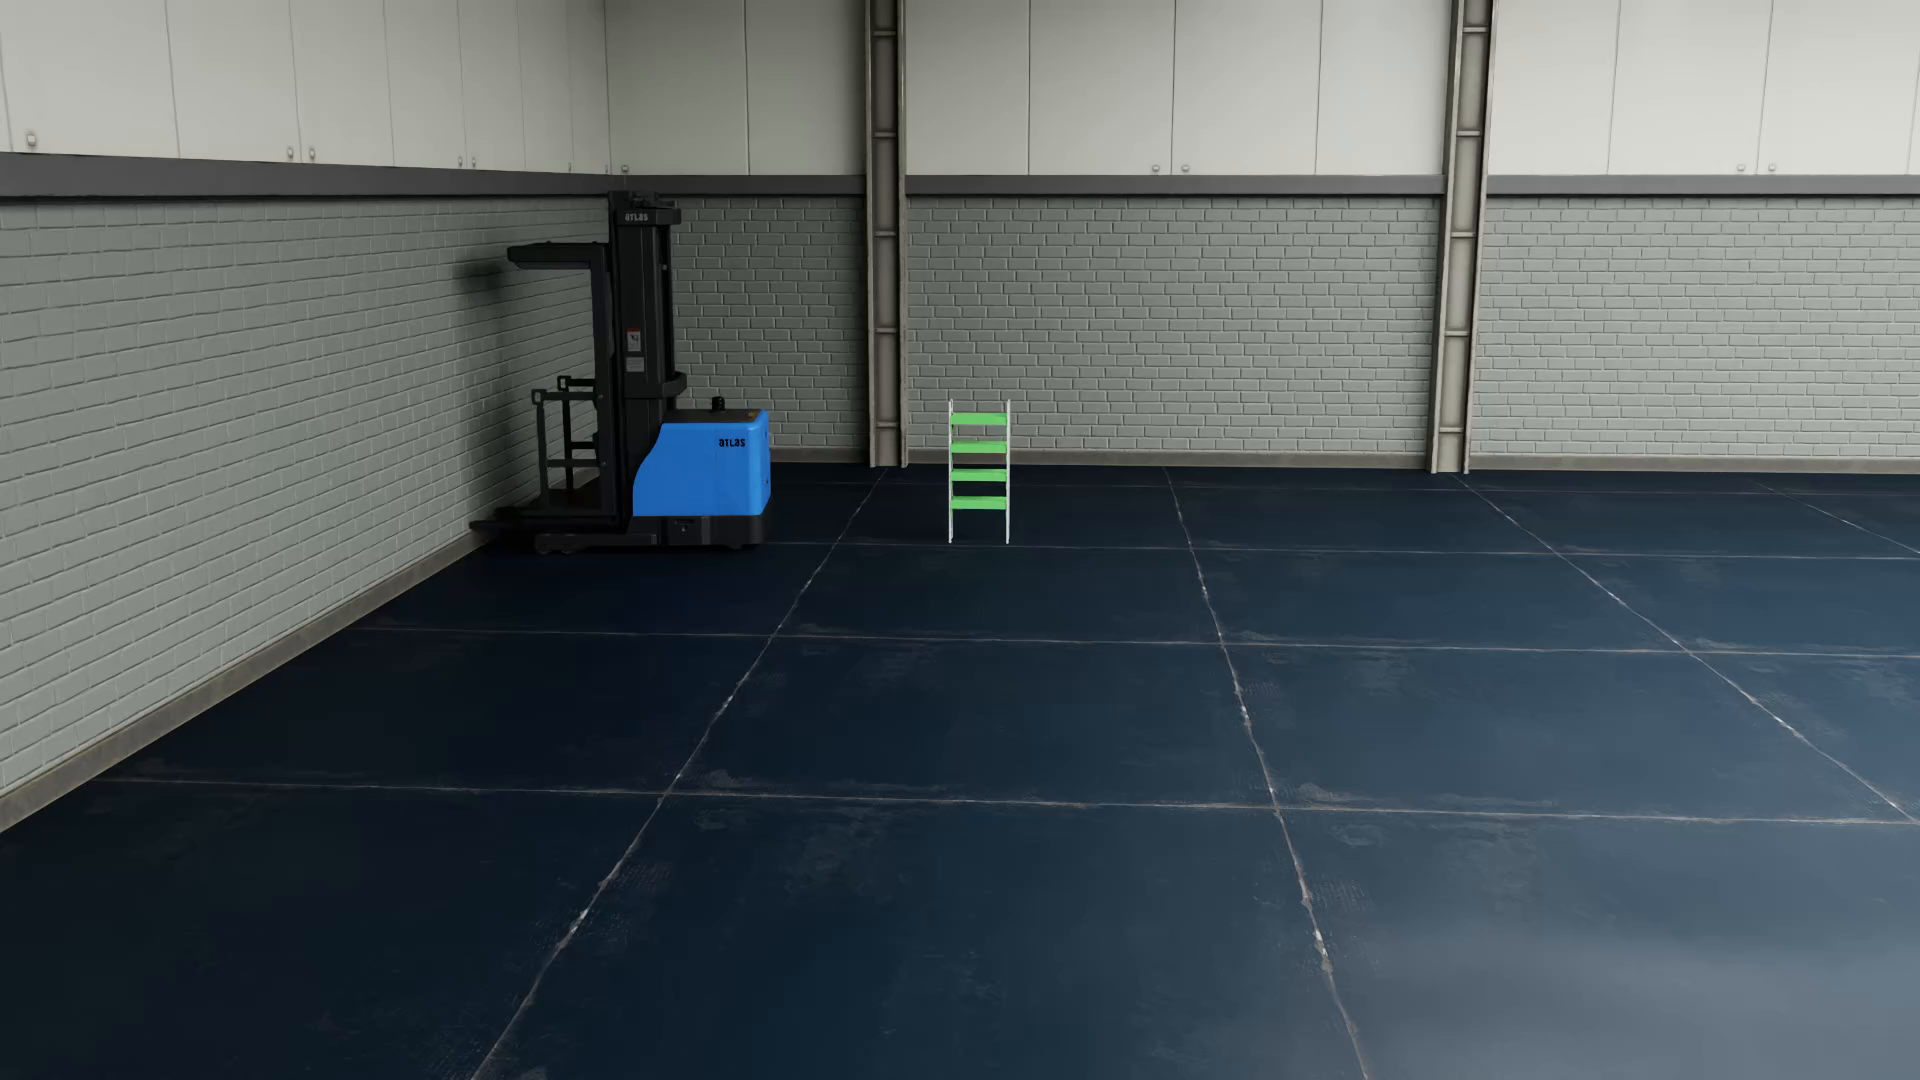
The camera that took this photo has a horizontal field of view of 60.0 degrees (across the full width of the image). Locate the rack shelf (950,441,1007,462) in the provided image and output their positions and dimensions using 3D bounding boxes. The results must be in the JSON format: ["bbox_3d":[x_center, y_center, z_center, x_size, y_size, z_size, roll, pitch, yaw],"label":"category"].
[{"bbox_3d":[0.165,-0.757,14.098,0.480,0.148,0.258,1,12,4],"label":"rack shelf"}]

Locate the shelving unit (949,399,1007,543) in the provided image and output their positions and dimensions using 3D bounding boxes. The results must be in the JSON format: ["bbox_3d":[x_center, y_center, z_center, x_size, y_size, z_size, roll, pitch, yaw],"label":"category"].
[{"bbox_3d":[0.159,-0.585,14.135,0.492,1.200,0.258,1,12,4],"label":"shelving unit"}]

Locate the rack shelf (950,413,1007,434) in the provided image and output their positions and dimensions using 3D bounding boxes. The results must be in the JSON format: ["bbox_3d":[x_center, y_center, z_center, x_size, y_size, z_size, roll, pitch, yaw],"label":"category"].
[{"bbox_3d":[0.165,-0.992,14.049,0.480,0.148,0.258,1,12,4],"label":"rack shelf"}]

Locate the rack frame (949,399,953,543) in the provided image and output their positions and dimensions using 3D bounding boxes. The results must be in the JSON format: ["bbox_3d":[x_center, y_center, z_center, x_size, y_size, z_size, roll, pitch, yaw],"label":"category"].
[{"bbox_3d":[-0.078,-0.588,14.150,0.015,1.200,0.240,1,12,4],"label":"rack frame"}]

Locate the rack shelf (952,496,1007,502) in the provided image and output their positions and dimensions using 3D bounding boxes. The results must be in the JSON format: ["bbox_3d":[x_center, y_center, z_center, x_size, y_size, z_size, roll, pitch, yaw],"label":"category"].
[{"bbox_3d":[0.165,-0.340,14.186,0.457,0.021,0.221,1,12,4],"label":"rack shelf"}]

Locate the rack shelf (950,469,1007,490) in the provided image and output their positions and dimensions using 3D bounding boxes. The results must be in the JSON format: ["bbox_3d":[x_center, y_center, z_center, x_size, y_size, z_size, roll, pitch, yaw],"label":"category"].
[{"bbox_3d":[0.165,-0.522,14.147,0.480,0.148,0.258,1,12,4],"label":"rack shelf"}]

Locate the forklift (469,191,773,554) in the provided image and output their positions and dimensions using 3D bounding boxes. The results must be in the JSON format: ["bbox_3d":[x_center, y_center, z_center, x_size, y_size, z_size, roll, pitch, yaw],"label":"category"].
[{"bbox_3d":[-3.155,-1.428,13.935,3.031,2.935,1.130,0,12,-1],"label":"forklift"}]
